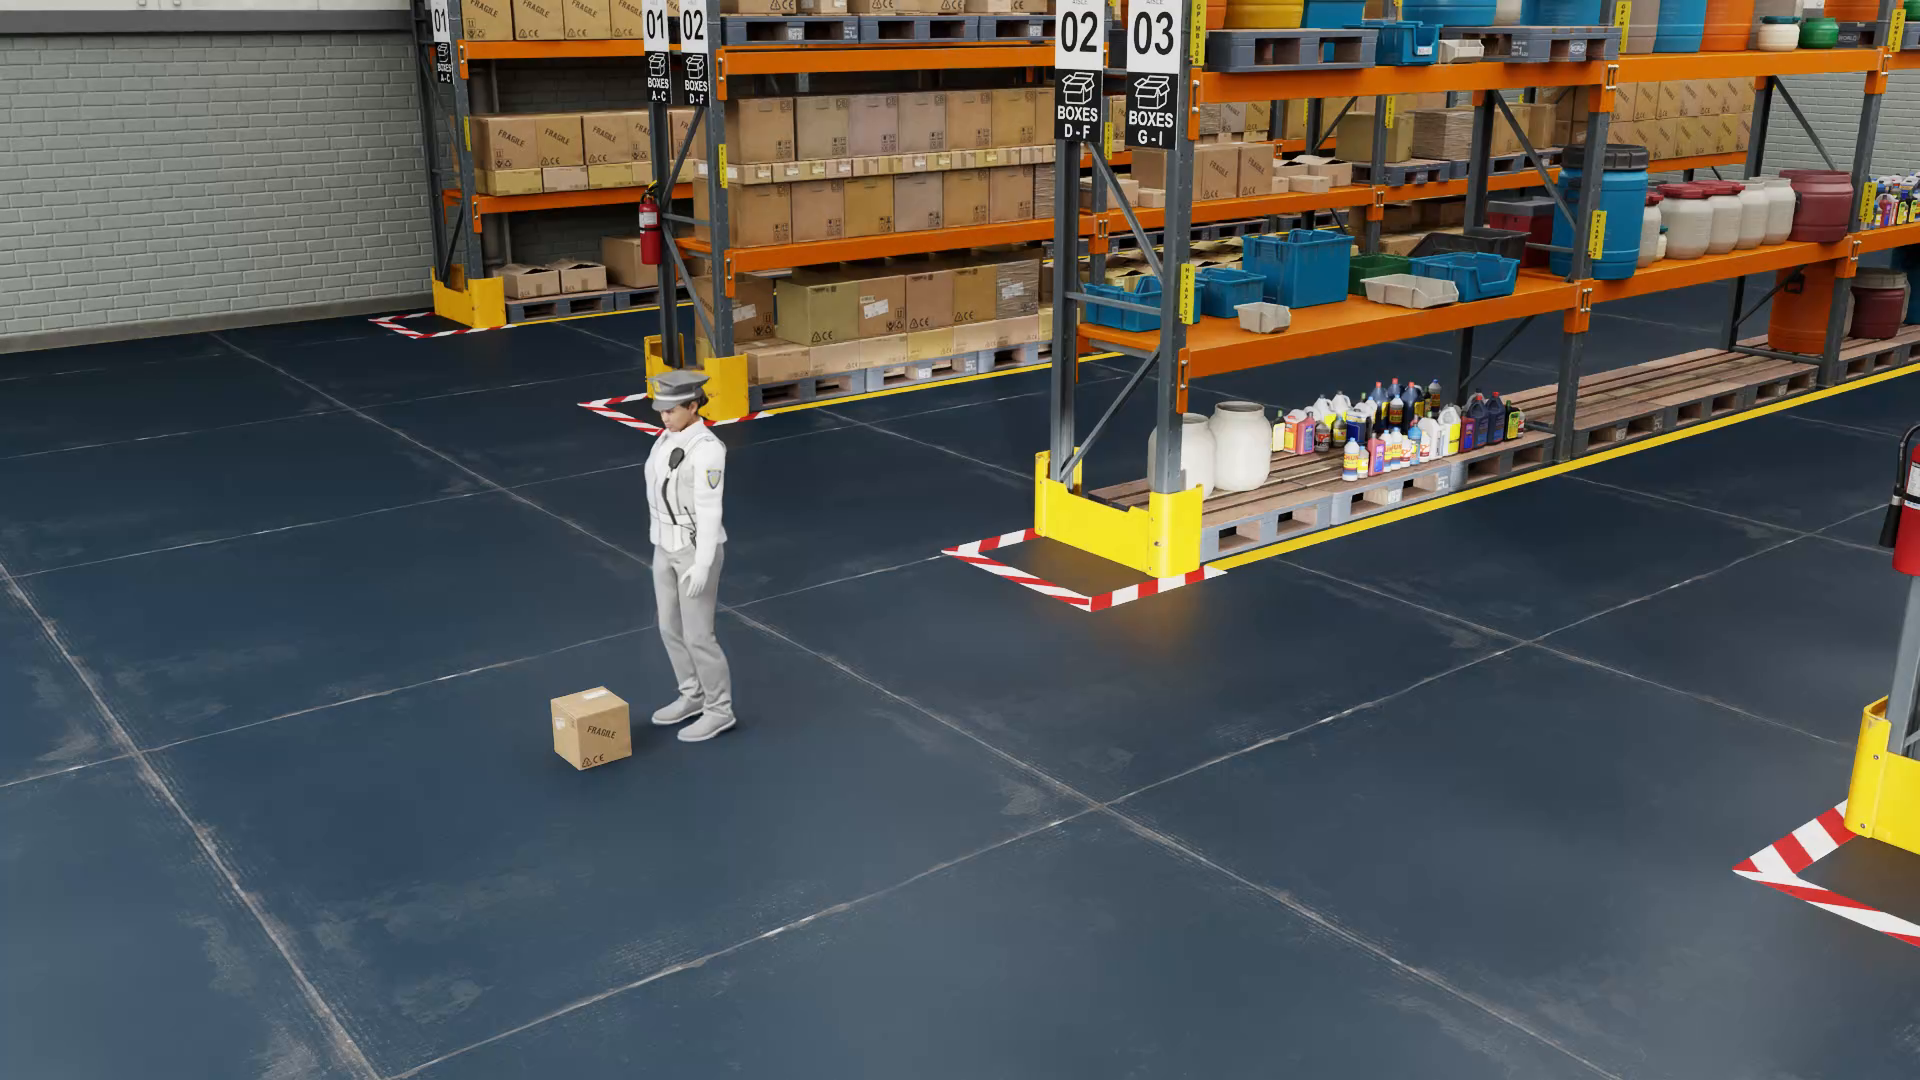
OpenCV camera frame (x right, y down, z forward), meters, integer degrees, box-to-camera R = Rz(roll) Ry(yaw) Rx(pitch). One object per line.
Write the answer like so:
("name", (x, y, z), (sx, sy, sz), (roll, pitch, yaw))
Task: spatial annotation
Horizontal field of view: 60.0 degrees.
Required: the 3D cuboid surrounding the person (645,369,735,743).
("person", (-1.204, 0.069, 7.354), (0.327, 1.665, 0.471), (-13, 22, -35))
